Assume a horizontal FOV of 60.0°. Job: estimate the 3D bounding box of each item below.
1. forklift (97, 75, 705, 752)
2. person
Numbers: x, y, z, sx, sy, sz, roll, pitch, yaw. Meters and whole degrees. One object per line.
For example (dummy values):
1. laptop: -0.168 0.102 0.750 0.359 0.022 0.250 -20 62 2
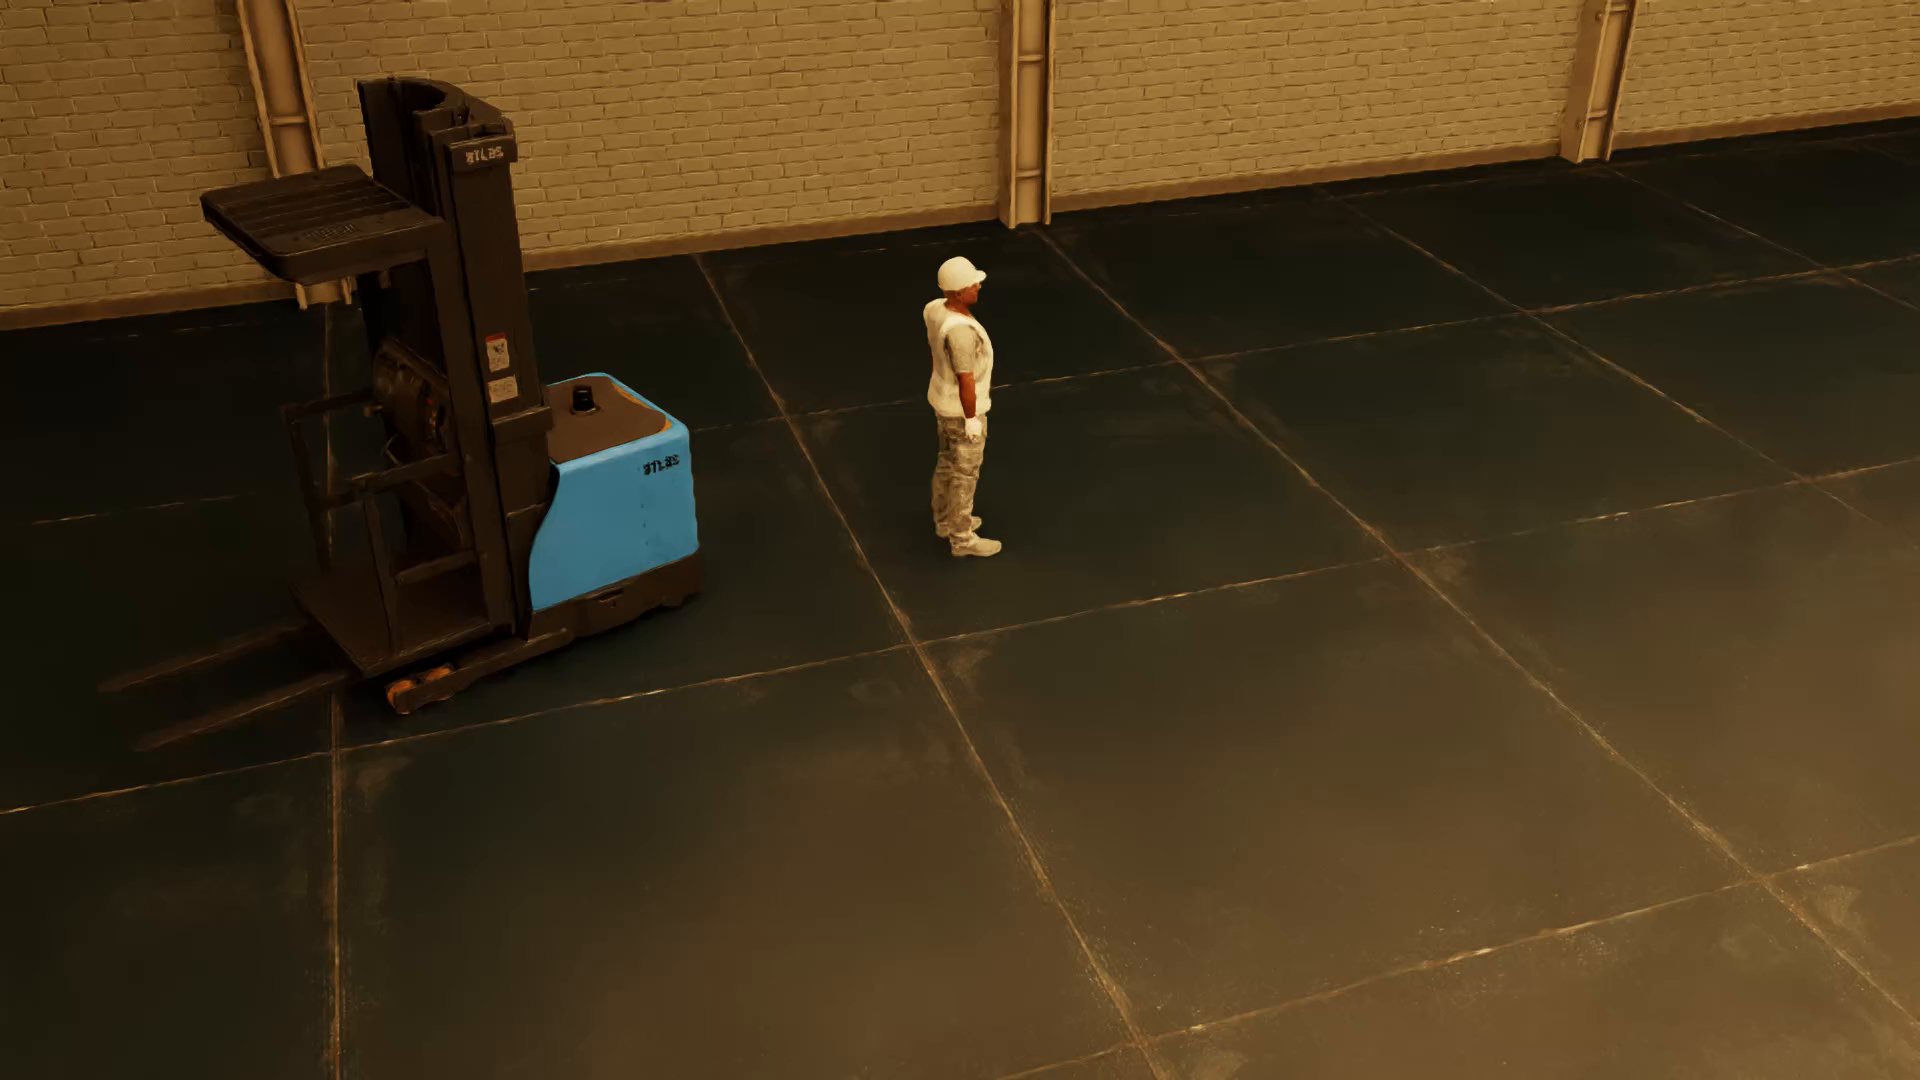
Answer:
1. forklift: -2.917 -0.681 8.270 3.031 2.935 1.130 -22 36 -33
2. person: 0.012 -0.777 9.585 0.365 1.790 0.546 -10 31 -16
